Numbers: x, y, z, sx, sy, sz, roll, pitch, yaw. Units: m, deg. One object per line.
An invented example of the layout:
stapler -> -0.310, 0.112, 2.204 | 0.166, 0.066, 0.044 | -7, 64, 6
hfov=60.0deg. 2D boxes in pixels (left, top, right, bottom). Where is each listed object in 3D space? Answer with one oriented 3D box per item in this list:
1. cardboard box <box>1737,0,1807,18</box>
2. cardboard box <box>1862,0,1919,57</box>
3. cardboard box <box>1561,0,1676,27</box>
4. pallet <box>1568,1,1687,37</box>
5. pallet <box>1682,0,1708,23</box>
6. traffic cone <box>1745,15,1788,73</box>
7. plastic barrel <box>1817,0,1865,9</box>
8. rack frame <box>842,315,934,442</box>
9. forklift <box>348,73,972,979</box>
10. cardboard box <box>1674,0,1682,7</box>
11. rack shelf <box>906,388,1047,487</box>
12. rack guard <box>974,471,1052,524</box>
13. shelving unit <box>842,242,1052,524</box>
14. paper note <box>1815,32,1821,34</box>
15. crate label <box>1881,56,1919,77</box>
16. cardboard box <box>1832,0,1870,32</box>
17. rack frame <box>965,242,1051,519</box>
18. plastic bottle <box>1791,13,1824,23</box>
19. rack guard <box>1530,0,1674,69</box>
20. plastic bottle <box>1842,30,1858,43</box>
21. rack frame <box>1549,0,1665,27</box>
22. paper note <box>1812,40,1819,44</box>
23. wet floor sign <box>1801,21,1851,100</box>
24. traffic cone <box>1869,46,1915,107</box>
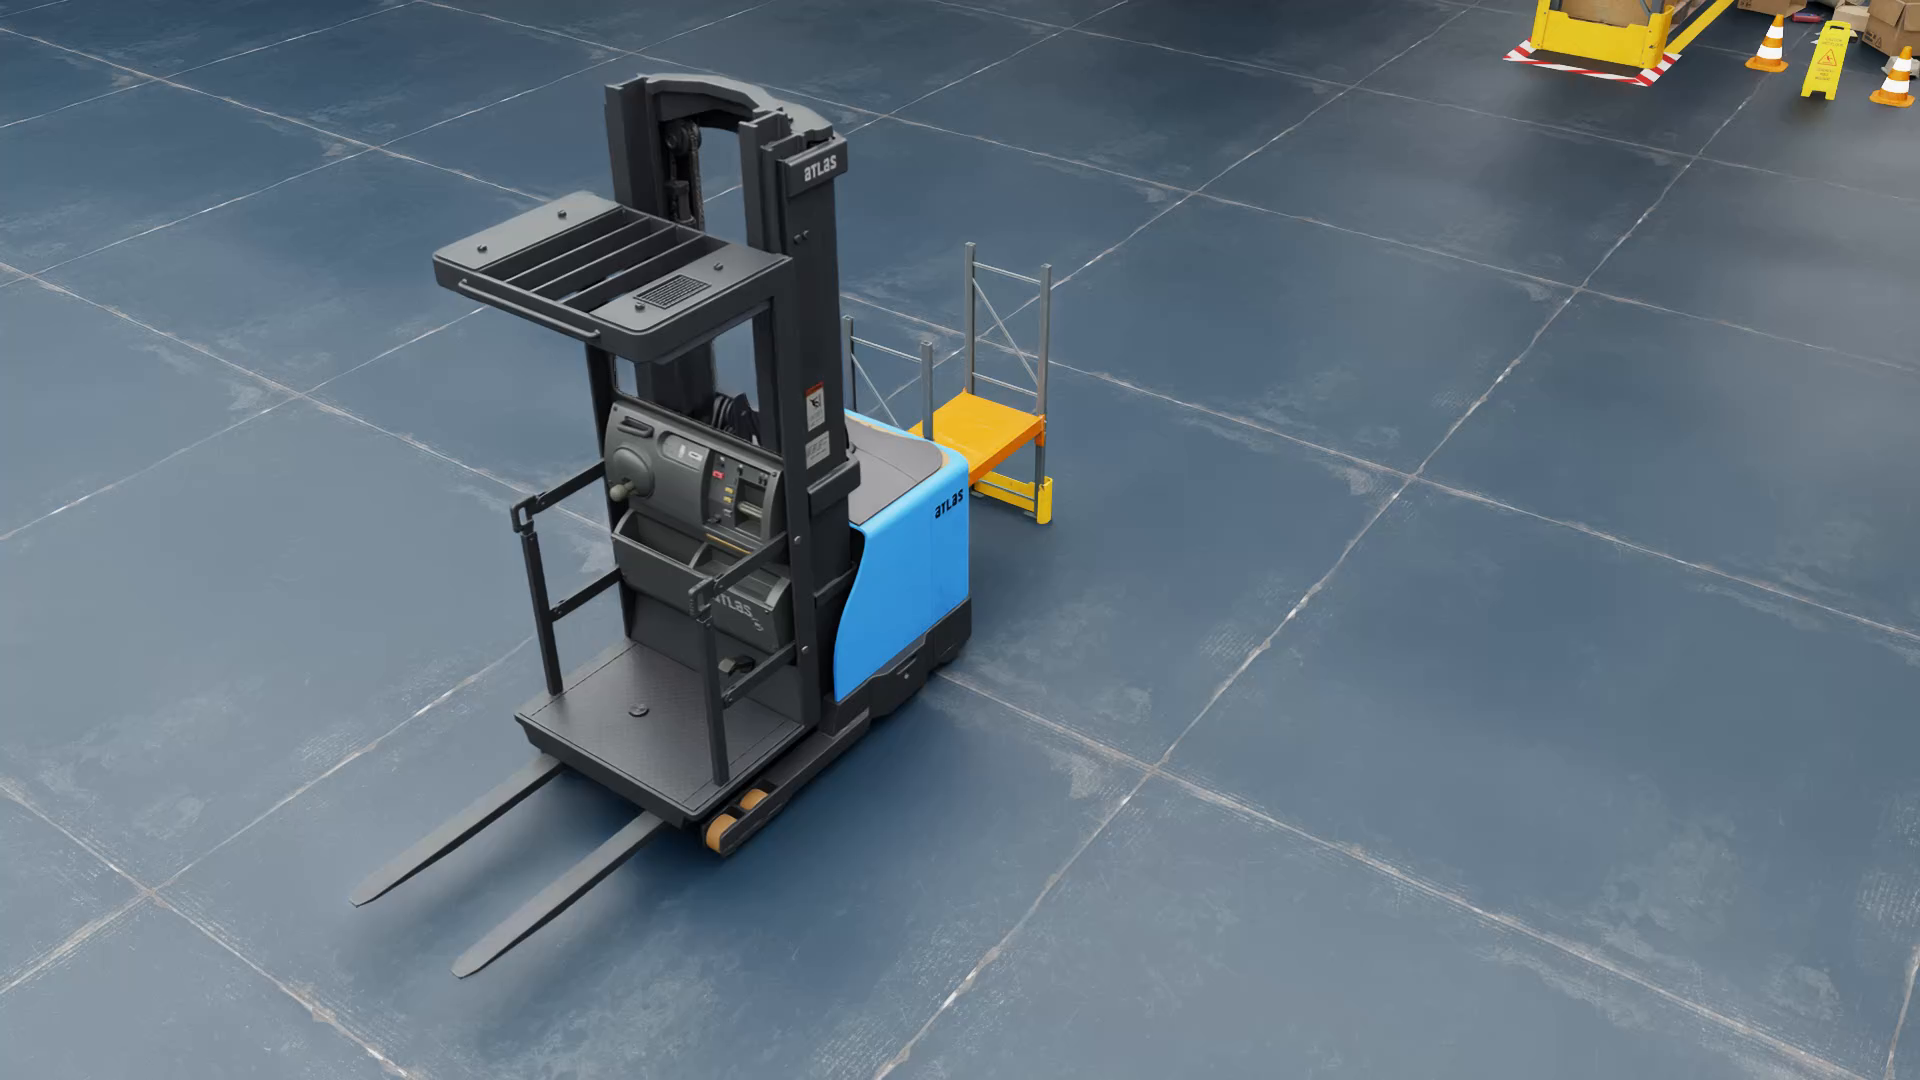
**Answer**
cardboard box -> 8.258, -5.620, 16.788 | 0.500, 0.500, 0.500 | 29, 44, 36
cardboard box -> 9.065, -4.905, 15.729 | 0.797, 0.503, 0.637 | -3, 34, -4
cardboard box -> 6.352, -5.483, 15.878 | 0.875, 0.875, 0.875 | 21, 40, 28
pallet -> 6.411, -5.094, 16.270 | 1.003, 0.211, 1.213 | 21, 39, 28
pallet -> 7.107, -5.653, 17.097 | 1.003, 0.211, 1.213 | 21, 39, 28
traffic cone -> 7.489, -4.596, 15.309 | 0.336, 0.463, 0.334 | 21, 39, 28
plastic barrel -> 8.914, -5.618, 16.855 | 0.421, 0.421, 0.512 | -9, 35, -13
rack frame -> -0.338, -0.348, 8.101 | 0.500, 1.500, 0.032 | 21, 39, 28
forklift -> -1.218, -0.206, 6.614 | 1.130, 2.935, 3.031 | 22, 40, 29
cardboard box -> 6.852, -5.889, 16.478 | 0.875, 0.875, 0.875 | 21, 39, 27
rack shelf -> -0.049, -0.433, 8.548 | 0.538, 0.185, 1.000 | 21, 39, 28
rack guard -> 0.240, -0.298, 9.143 | 0.587, 0.250, 0.087 | 21, 39, 28
shelving unit -> -0.043, -0.586, 8.454 | 0.587, 1.500, 1.083 | 21, 39, 28
paper note -> 8.400, -4.948, 16.233 | 0.123, 0.001, 0.032 | -15, 37, -21
crate label -> 8.621, -4.325, 15.200 | 0.250, 0.136, 0.298 | 3, 34, 4
cardboard box -> 8.833, -5.185, 16.356 | 0.396, 0.266, 0.258 | 29, 44, 36
rack frame -> 0.241, -0.816, 8.793 | 0.500, 1.500, 0.032 | 21, 39, 28
plastic bottle -> 8.443, -5.197, 16.556 | 0.283, 0.061, 0.133 | 8, 35, 12
rack guard -> 6.006, -4.810, 15.592 | 1.175, 0.500, 0.348 | 21, 39, 28
plastic bottle -> 8.595, -4.889, 16.100 | 0.133, 0.061, 0.283 | 8, 35, 12
rack frame -> 6.019, -5.856, 14.908 | 1.000, 3.000, 0.127 | 21, 39, 28
paper note -> 8.285, -4.786, 15.977 | 0.142, 0.017, 0.144 | -22, 40, -29
wet floor sign -> 7.630, -4.235, 14.612 | 0.267, 0.644, 0.232 | 14, 37, 20
traffic cone -> 8.223, -4.079, 14.544 | 0.336, 0.463, 0.334 | 21, 39, 28
